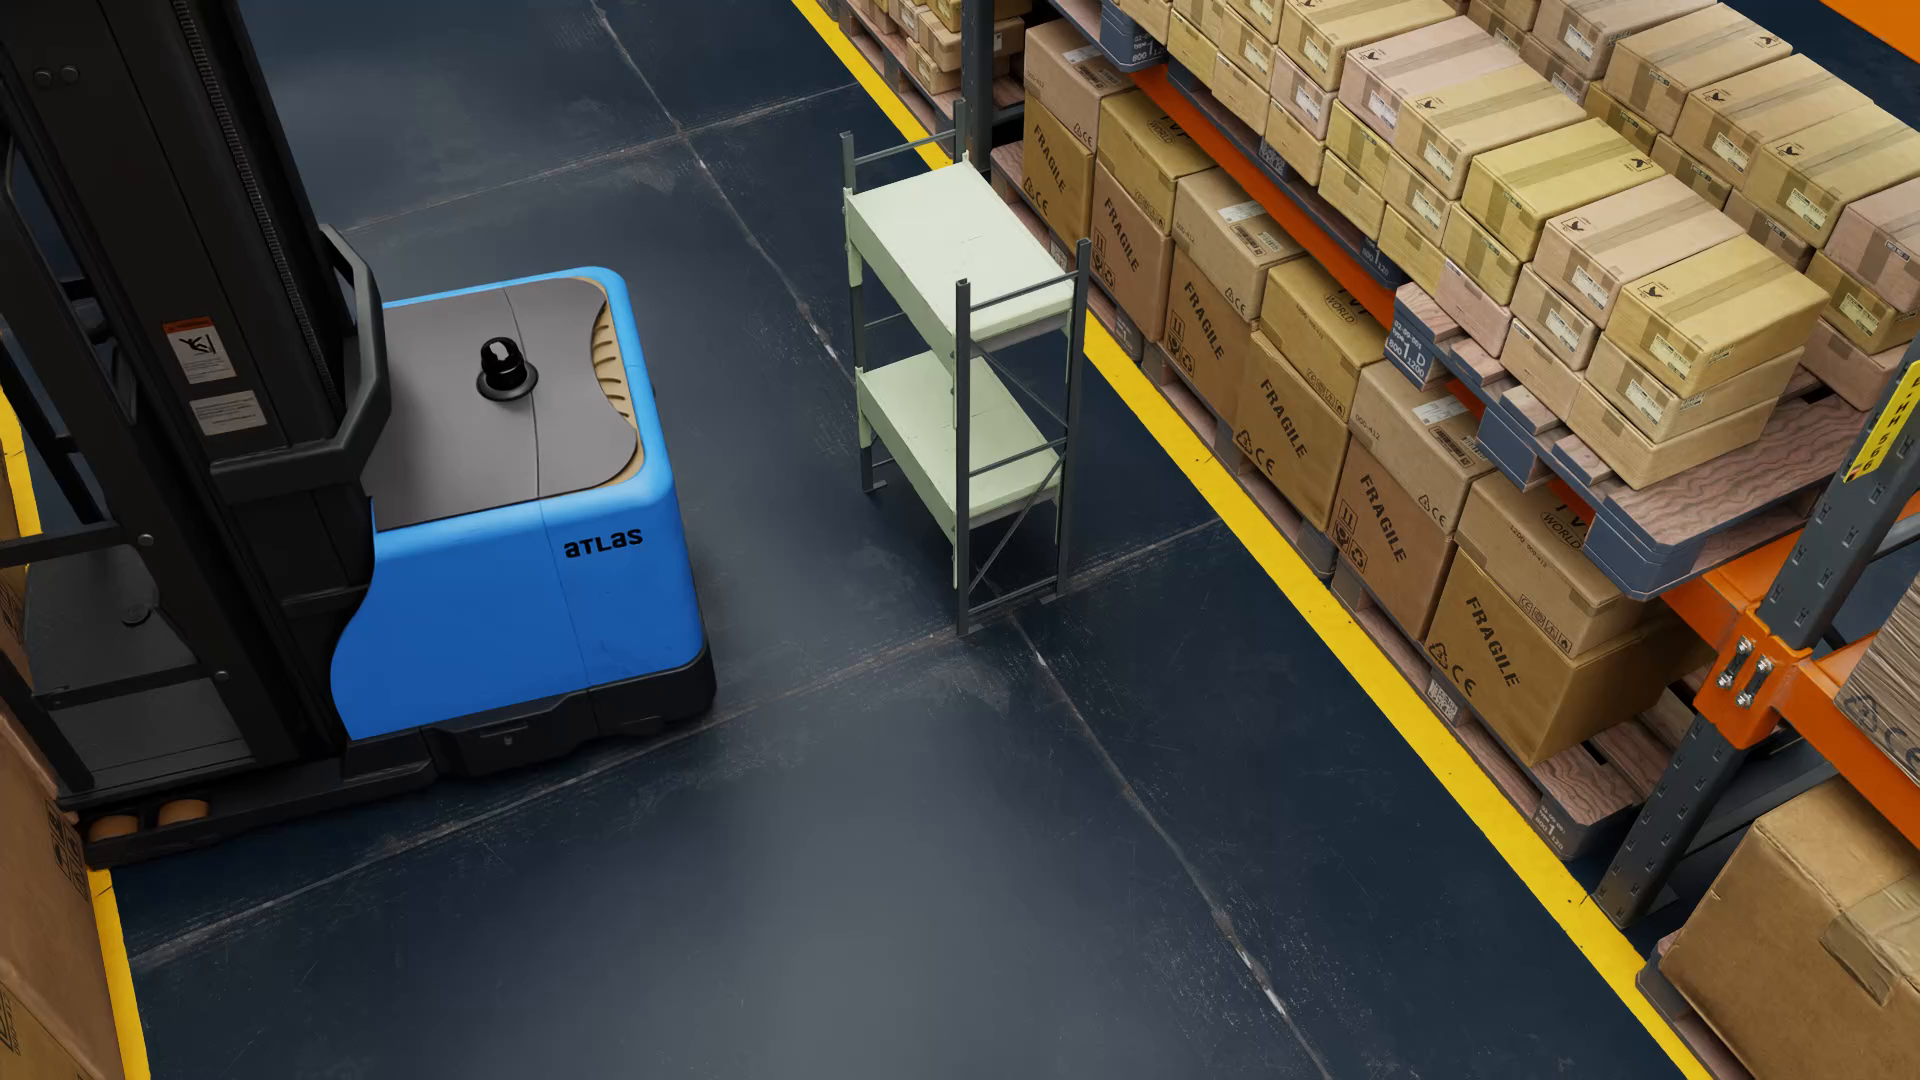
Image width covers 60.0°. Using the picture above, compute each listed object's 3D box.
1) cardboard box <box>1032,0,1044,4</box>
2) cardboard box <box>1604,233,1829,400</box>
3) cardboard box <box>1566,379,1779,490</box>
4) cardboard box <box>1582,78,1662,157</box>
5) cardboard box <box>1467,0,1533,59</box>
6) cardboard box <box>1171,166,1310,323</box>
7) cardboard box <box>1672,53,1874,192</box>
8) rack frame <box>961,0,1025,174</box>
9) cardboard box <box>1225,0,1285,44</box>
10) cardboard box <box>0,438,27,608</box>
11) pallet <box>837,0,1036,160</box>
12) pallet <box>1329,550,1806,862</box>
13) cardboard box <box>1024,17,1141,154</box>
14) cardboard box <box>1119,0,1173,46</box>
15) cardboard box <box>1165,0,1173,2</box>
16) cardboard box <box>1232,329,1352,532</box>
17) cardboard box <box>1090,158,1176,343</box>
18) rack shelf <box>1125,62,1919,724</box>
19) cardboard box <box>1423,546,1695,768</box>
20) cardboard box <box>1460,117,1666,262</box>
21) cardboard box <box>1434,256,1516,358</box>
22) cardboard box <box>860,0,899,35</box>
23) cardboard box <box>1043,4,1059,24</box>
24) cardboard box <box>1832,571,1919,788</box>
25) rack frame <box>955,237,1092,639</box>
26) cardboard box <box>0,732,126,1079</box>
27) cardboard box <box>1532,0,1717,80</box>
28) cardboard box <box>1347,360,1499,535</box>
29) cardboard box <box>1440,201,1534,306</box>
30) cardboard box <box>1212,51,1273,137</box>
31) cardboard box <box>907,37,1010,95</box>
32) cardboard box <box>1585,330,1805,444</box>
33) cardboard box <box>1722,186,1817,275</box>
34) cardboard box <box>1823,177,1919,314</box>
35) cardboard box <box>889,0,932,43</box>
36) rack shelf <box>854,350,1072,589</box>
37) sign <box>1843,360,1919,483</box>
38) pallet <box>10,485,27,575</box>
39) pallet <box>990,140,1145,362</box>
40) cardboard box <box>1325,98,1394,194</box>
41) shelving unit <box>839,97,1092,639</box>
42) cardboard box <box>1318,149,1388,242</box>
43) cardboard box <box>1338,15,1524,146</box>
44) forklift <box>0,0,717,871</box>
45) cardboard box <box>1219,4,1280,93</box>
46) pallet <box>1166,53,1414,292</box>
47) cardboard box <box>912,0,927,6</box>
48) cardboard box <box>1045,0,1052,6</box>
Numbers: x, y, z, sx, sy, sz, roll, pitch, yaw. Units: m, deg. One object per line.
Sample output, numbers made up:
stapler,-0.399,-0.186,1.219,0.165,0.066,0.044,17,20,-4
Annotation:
cardboard box,0.399,-2.544,7.399,0.380,0.149,0.250,-21,52,-17
cardboard box,1.674,-0.499,3.686,0.380,0.149,0.250,-23,53,-19
cardboard box,1.672,-0.305,3.912,0.380,0.149,0.250,-20,52,-17
cardboard box,1.897,-1.151,4.454,0.380,0.149,0.250,-21,52,-17
cardboard box,1.673,-1.485,4.746,0.380,0.149,0.250,-22,52,-18
cardboard box,1.054,-1.033,5.544,0.500,0.250,0.500,-19,52,-16
cardboard box,2.033,-1.050,4.168,0.380,0.149,0.250,-21,52,-18
rack frame,0.476,-2.755,6.166,1.000,3.000,0.127,-21,52,-18
cardboard box,0.966,-1.540,4.597,0.380,0.149,0.250,-20,52,-16
cardboard box,-3.670,-0.131,5.004,1.225,0.875,0.875,-21,52,-17
pallet,0.137,-2.274,7.599,1.003,0.211,1.213,-21,52,-18
pallet,1.950,0.317,5.332,1.003,0.211,1.213,-21,52,-18
cardboard box,0.579,-1.731,6.155,0.500,0.250,0.500,-23,53,-19
cardboard box,0.721,-1.697,5.130,0.380,0.149,0.250,-23,53,-19
cardboard box,0.731,-1.787,5.011,0.380,0.149,0.250,-19,52,-16
cardboard box,1.282,-0.440,5.524,0.500,0.500,0.500,-23,53,-19
cardboard box,0.821,-1.131,6.128,0.500,0.500,0.500,-19,52,-16
rack shelf,1.391,-1.179,5.267,1.077,0.370,4.000,-21,52,-18
cardboard box,1.772,0.257,4.914,0.500,0.500,0.500,-21,52,-18
cardboard box,1.441,-0.843,3.987,0.380,0.149,0.250,-20,52,-16
cardboard box,1.441,-0.644,4.208,0.380,0.149,0.250,-20,52,-17
cardboard box,-0.230,-2.457,7.521,0.380,0.149,0.250,-23,53,-19
cardboard box,0.595,-2.309,7.391,0.380,0.149,0.250,-23,53,-19
cardboard box,2.271,0.283,3.443,0.500,0.500,0.500,-21,52,-17
rack frame,0.171,-0.244,4.967,0.400,1.500,0.023,-21,52,-18
cardboard box,-2.849,1.056,3.966,1.225,0.875,0.875,-21,52,-17
cardboard box,1.787,-1.407,4.481,0.380,0.149,0.250,-19,51,-16
cardboard box,1.519,-0.341,4.939,0.500,0.250,0.500,-20,52,-17
cardboard box,1.429,-0.758,4.110,0.380,0.149,0.250,-20,52,-17
cardboard box,0.962,-1.346,4.823,0.380,0.149,0.250,-23,53,-19
cardboard box,-0.007,-2.099,7.208,0.380,0.149,0.250,-21,52,-17
cardboard box,1.675,-0.405,3.802,0.380,0.149,0.250,-20,52,-17
cardboard box,2.137,-0.804,4.151,0.380,0.149,0.250,-19,51,-16
cardboard box,2.265,-0.708,3.869,0.380,0.149,0.250,-21,52,-17
cardboard box,-0.086,-2.330,7.213,0.380,0.149,0.250,-23,53,-19
rack shelf,0.003,-0.275,5.427,0.431,0.370,0.720,-21,52,-18
sign,1.828,-0.239,3.250,0.100,0.325,0.005,-21,52,-18
pallet,-3.561,0.295,5.352,1.003,0.211,1.213,-21,52,-18
pallet,0.833,-1.316,6.761,1.003,0.211,1.213,-21,52,-18
cardboard box,1.203,-1.093,4.404,0.380,0.149,0.250,-21,52,-18
shelving unit,0.003,-0.489,5.182,0.431,1.500,0.755,-21,52,-18
cardboard box,1.206,-0.991,4.512,0.380,0.149,0.250,-23,53,-19
cardboard box,1.211,-1.184,4.285,0.380,0.149,0.250,-21,52,-18
forklift,-2.344,-0.450,4.196,3.031,2.935,1.130,-12,50,-11
cardboard box,0.964,-1.440,4.707,0.380,0.149,0.250,-22,52,-18
pallet,1.364,-1.325,5.044,1.003,0.211,1.213,-21,52,-18
cardboard box,-0.071,-2.456,7.125,0.380,0.149,0.250,-21,52,-17
cardboard box,0.502,-2.452,7.122,0.380,0.149,0.250,-19,52,-16
